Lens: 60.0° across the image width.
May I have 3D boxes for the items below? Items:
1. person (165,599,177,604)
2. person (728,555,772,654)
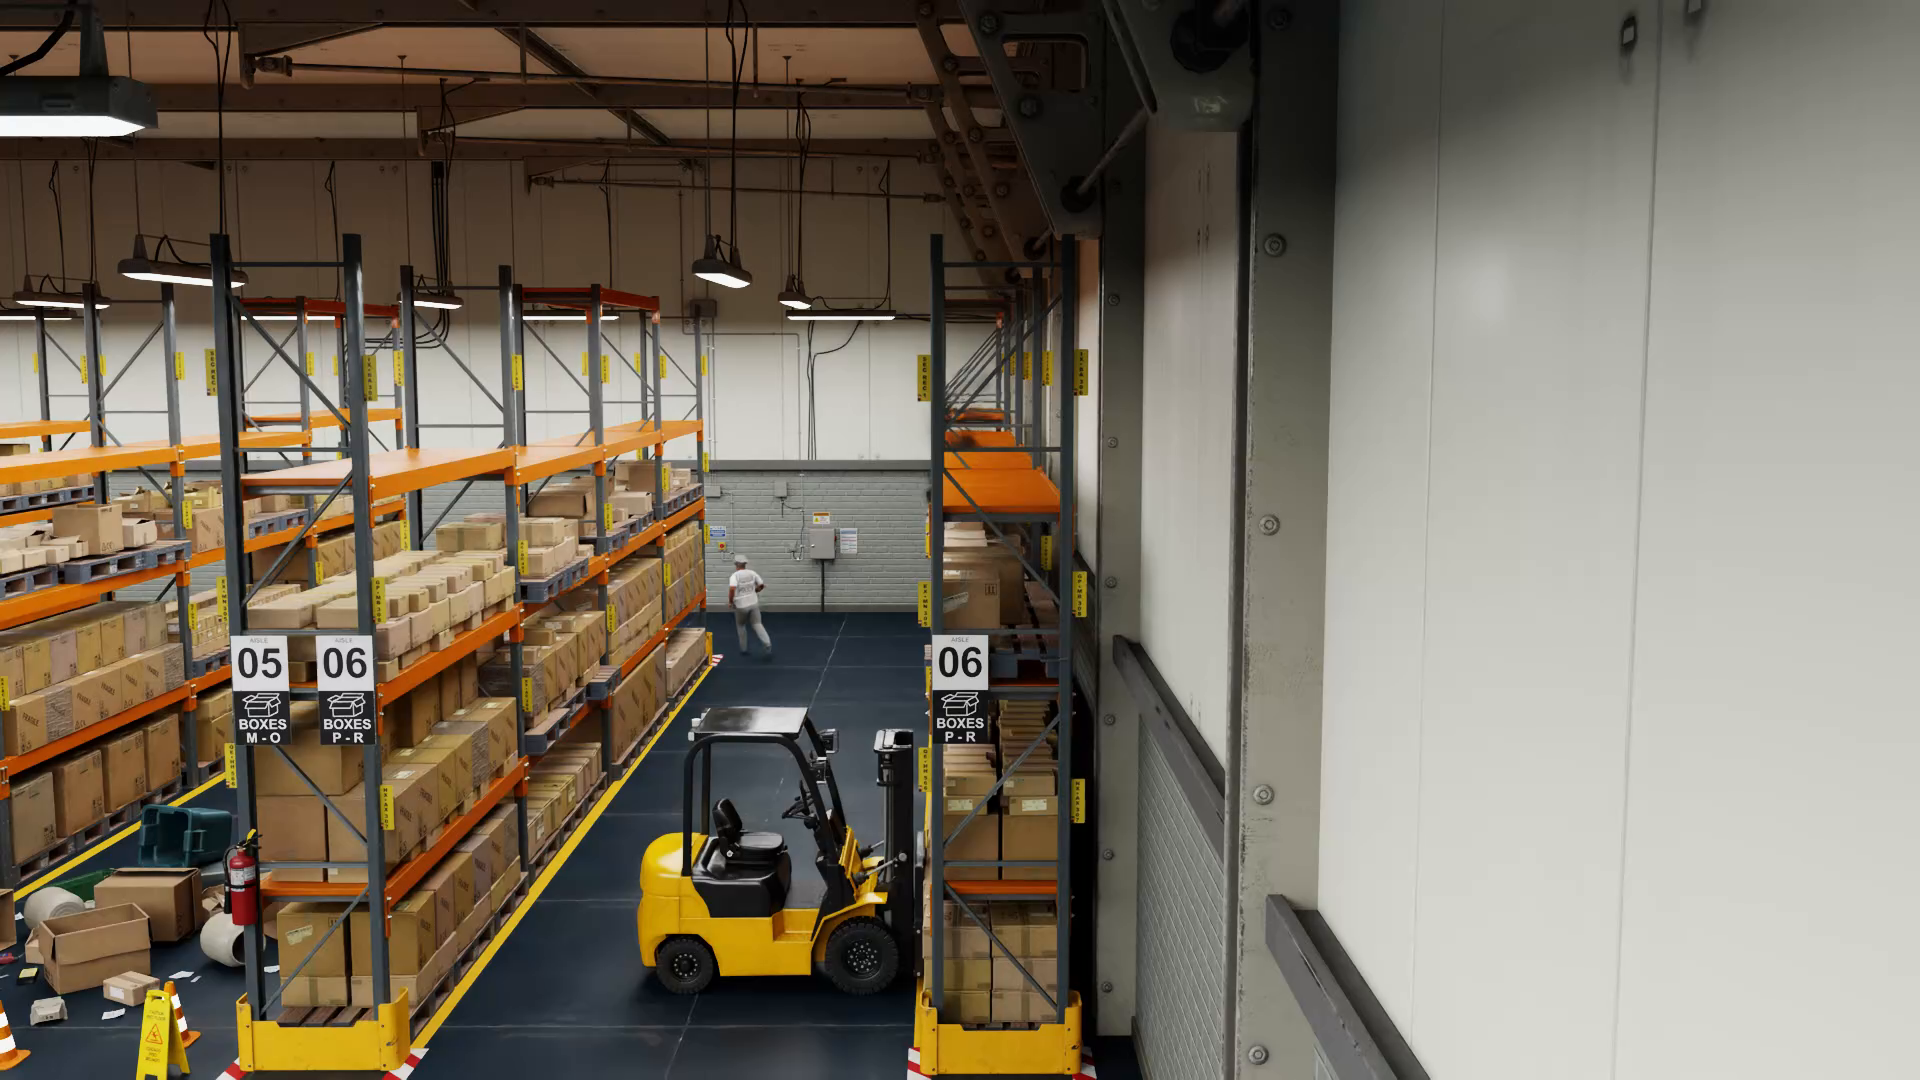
[{"bbox_3d":[-11.508,1.668,24.345,0.600,1.638,0.576,-1,6,-9],"label":"person"},{"bbox_3d":[-3.710,1.129,28.637,0.740,1.770,0.961,-4,7,-29],"label":"person"}]
